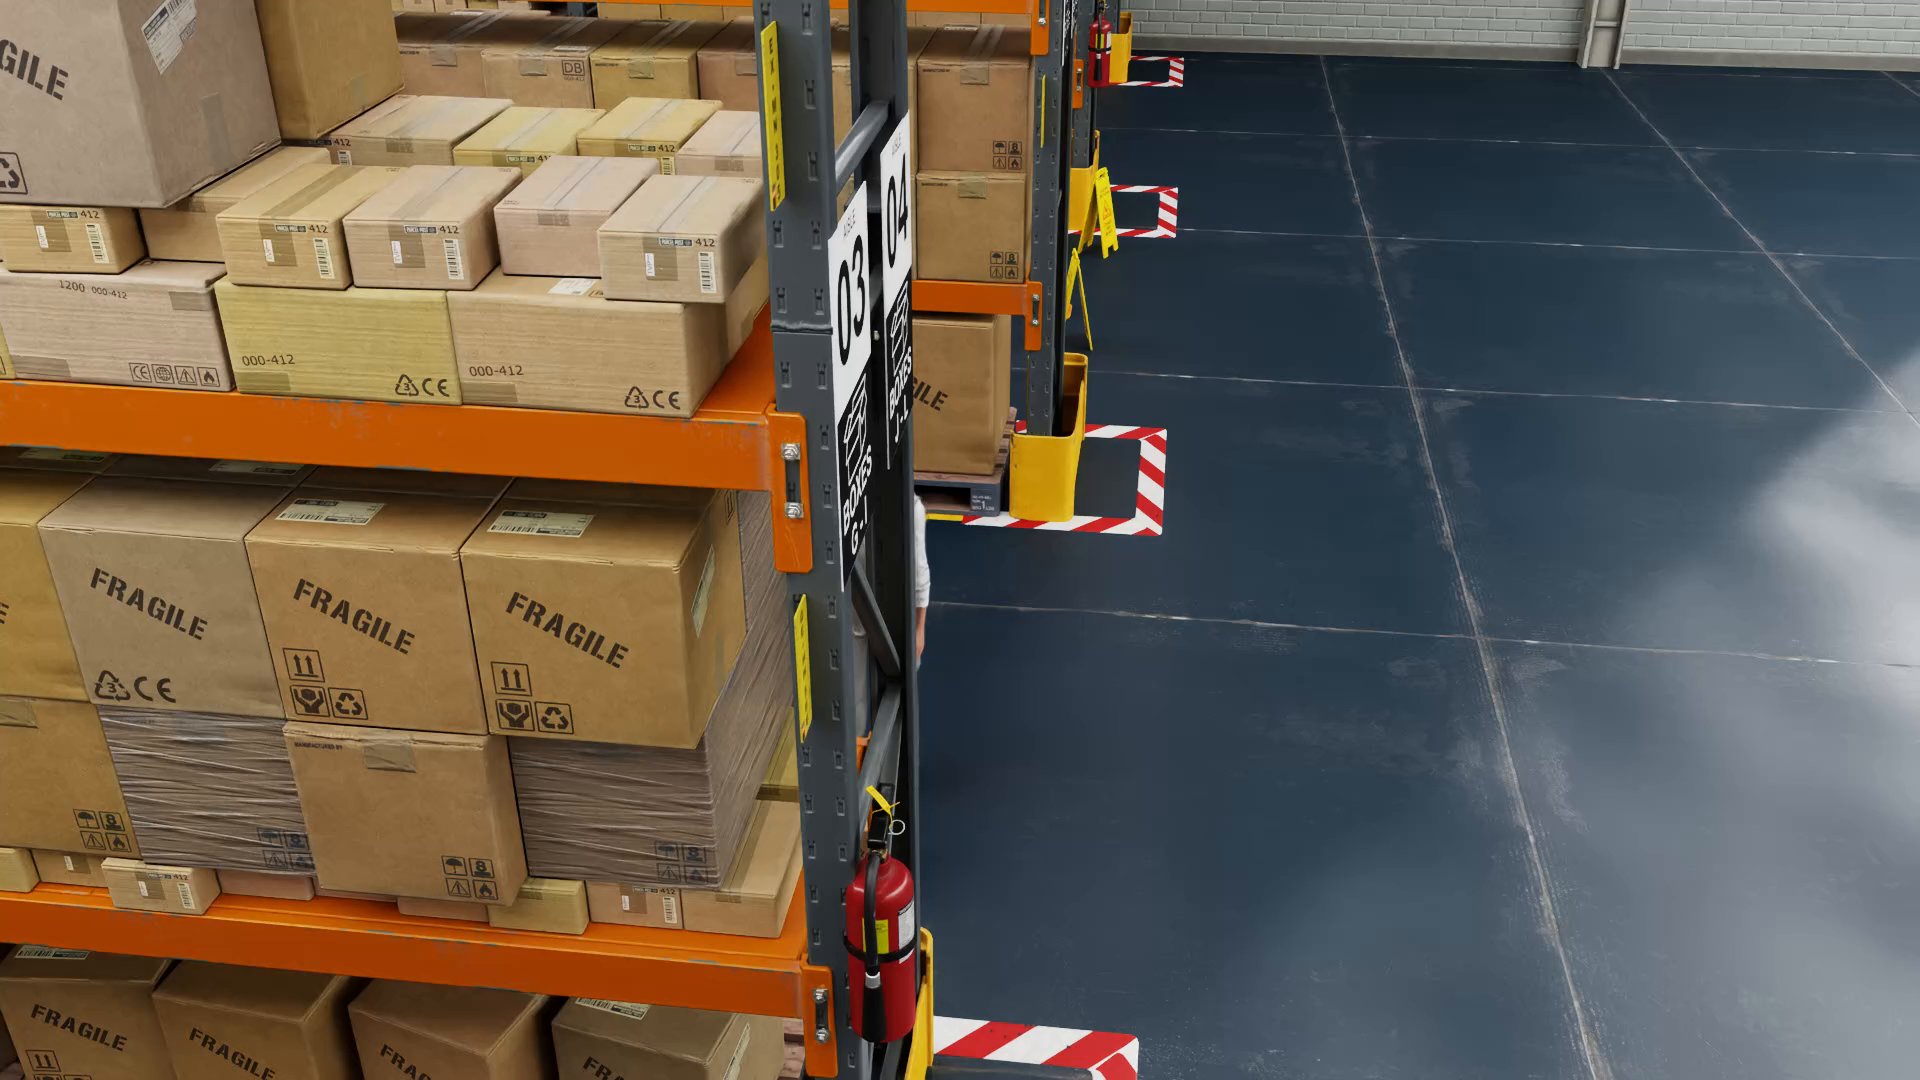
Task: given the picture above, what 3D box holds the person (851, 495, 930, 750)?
[{"bbox_3d":[-0.321,0.349,6.489,0.408,1.598,0.426,4,29,7],"label":"person"}]
